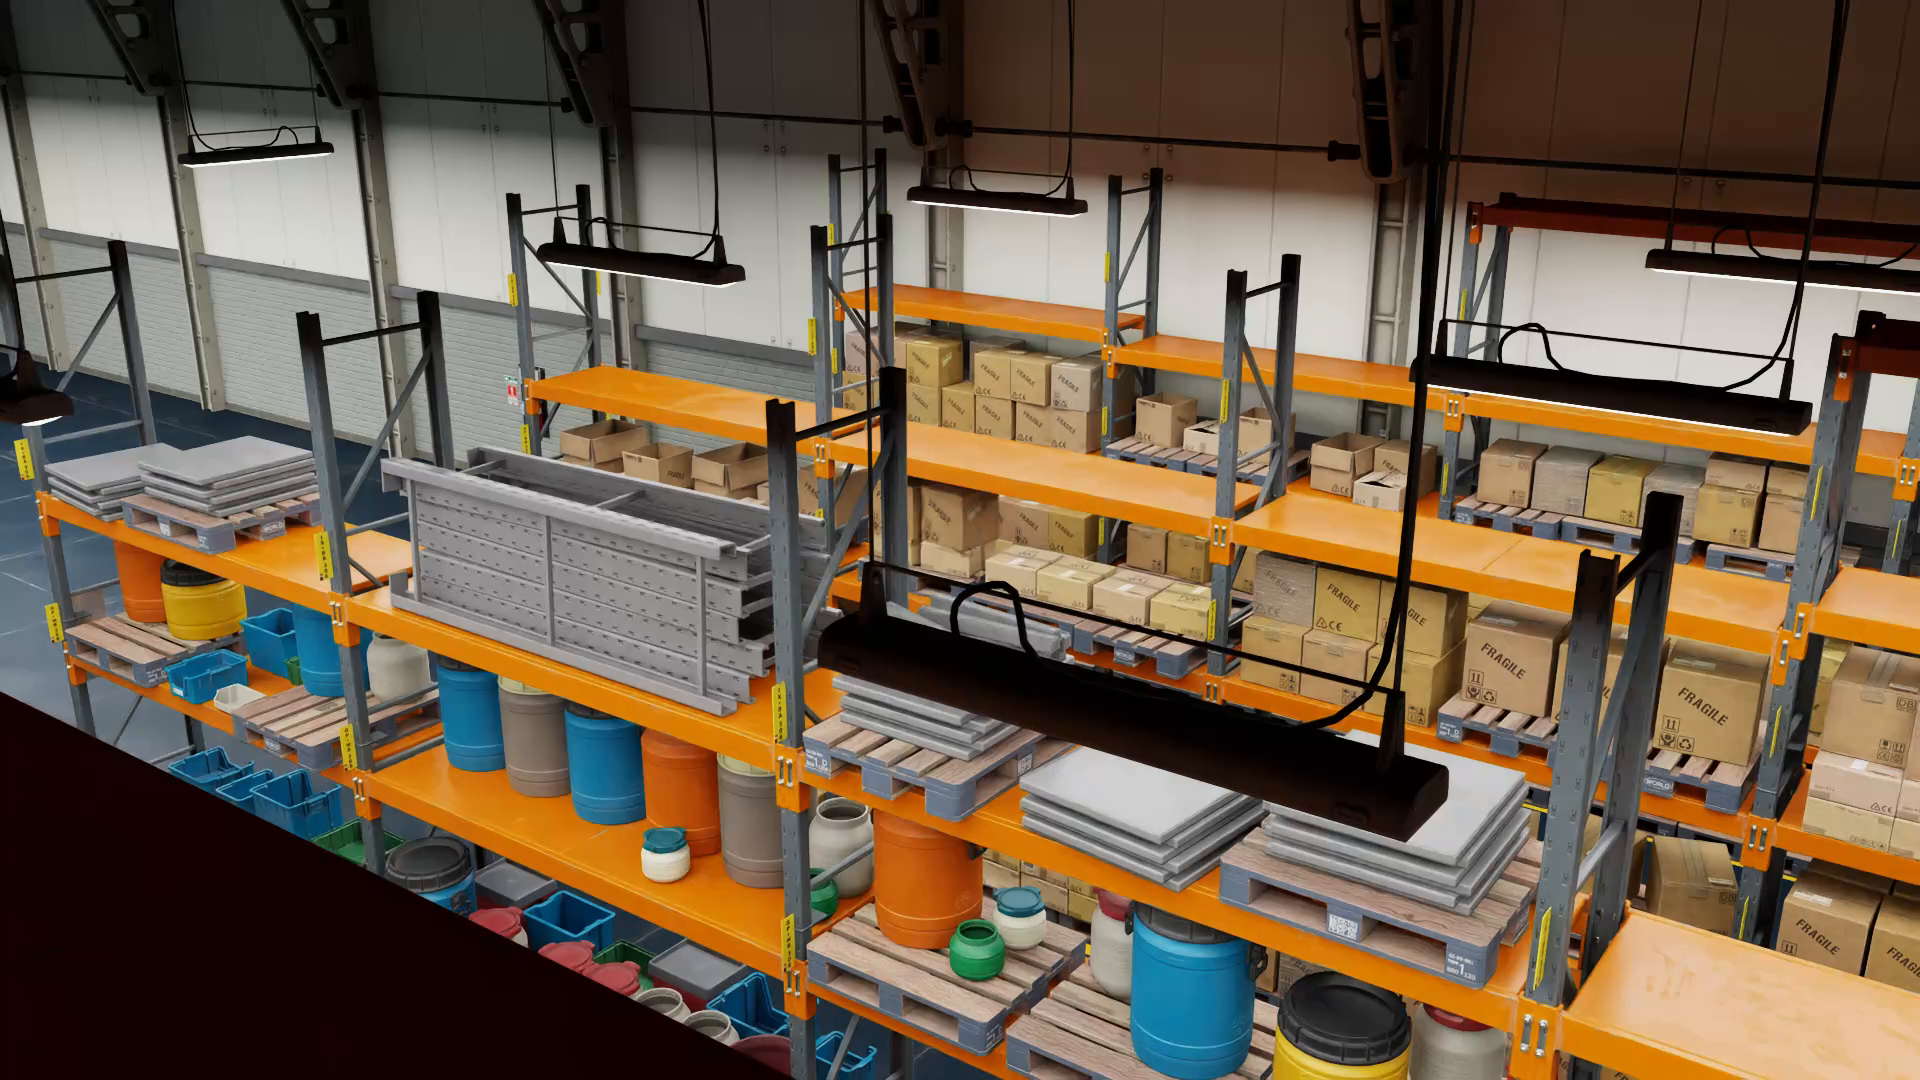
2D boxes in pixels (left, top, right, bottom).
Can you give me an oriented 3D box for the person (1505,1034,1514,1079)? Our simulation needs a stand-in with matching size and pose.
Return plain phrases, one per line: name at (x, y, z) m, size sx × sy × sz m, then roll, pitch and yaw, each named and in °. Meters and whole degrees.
person at (3.675, 3.923, 10.704) m, size 0.971 × 1.674 × 0.537 m, roll 12°, pitch 22°, yaw 31°
